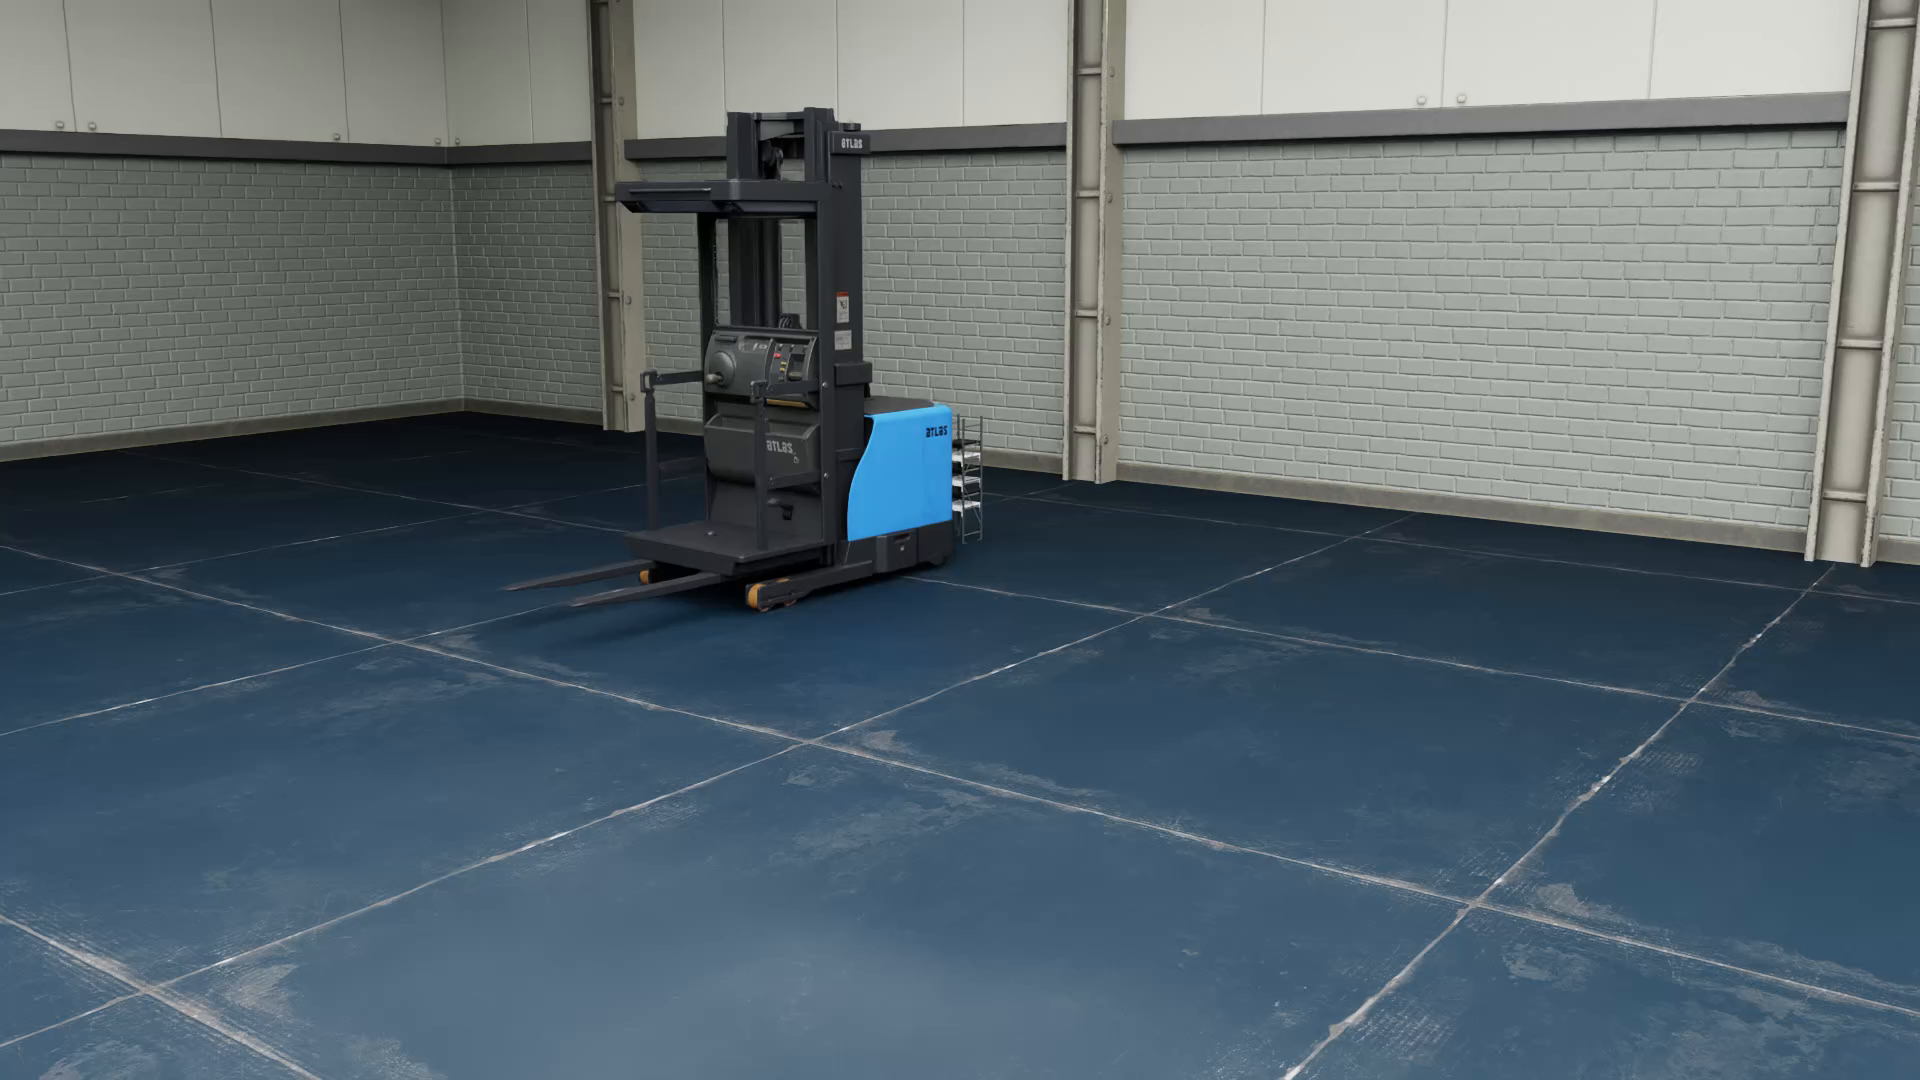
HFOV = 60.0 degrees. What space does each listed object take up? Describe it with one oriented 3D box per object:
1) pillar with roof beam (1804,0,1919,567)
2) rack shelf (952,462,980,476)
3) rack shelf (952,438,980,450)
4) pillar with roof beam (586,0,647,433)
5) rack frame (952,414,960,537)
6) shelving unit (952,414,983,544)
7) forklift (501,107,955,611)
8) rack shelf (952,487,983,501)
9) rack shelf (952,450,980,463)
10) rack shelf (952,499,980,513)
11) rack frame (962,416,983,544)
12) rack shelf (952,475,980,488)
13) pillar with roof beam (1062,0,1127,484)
[{"bbox_3d":[3.446,-3.623,7.063,0.400,9.000,9.100,8,13,36],"label":"pillar with roof beam"},{"bbox_3d":[0.007,-0.497,11.929,0.200,0.077,0.258,8,13,36],"label":"rack shelf"},{"bbox_3d":[0.007,-0.673,11.895,0.200,0.077,0.258,8,13,36],"label":"rack shelf"},{"bbox_3d":[-6.226,-4.972,14.037,0.400,9.000,9.100,8,13,36],"label":"pillar with roof beam"},{"bbox_3d":[-0.075,-0.452,11.999,0.006,0.900,0.240,8,13,36],"label":"rack frame"},{"bbox_3d":[0.007,-0.441,11.939,0.210,0.900,0.258,8,13,36],"label":"shelving unit"},{"bbox_3d":[-1.372,-1.123,10.119,1.130,2.935,3.031,9,14,39],"label":"forklift"},{"bbox_3d":[0.007,-0.320,11.963,0.200,0.077,0.258,8,13,36],"label":"rack shelf"},{"bbox_3d":[0.007,-0.585,11.912,0.200,0.077,0.258,8,13,36],"label":"rack shelf"},{"bbox_3d":[0.007,-0.231,11.980,0.200,0.077,0.258,8,13,36],"label":"rack shelf"},{"bbox_3d":[0.088,-0.429,11.880,0.006,0.900,0.240,8,13,36],"label":"rack frame"},{"bbox_3d":[0.007,-0.408,11.946,0.200,0.077,0.258,8,13,36],"label":"rack shelf"},{"bbox_3d":[-1.390,-4.297,10.550,0.400,9.000,9.100,8,13,36],"label":"pillar with roof beam"}]
